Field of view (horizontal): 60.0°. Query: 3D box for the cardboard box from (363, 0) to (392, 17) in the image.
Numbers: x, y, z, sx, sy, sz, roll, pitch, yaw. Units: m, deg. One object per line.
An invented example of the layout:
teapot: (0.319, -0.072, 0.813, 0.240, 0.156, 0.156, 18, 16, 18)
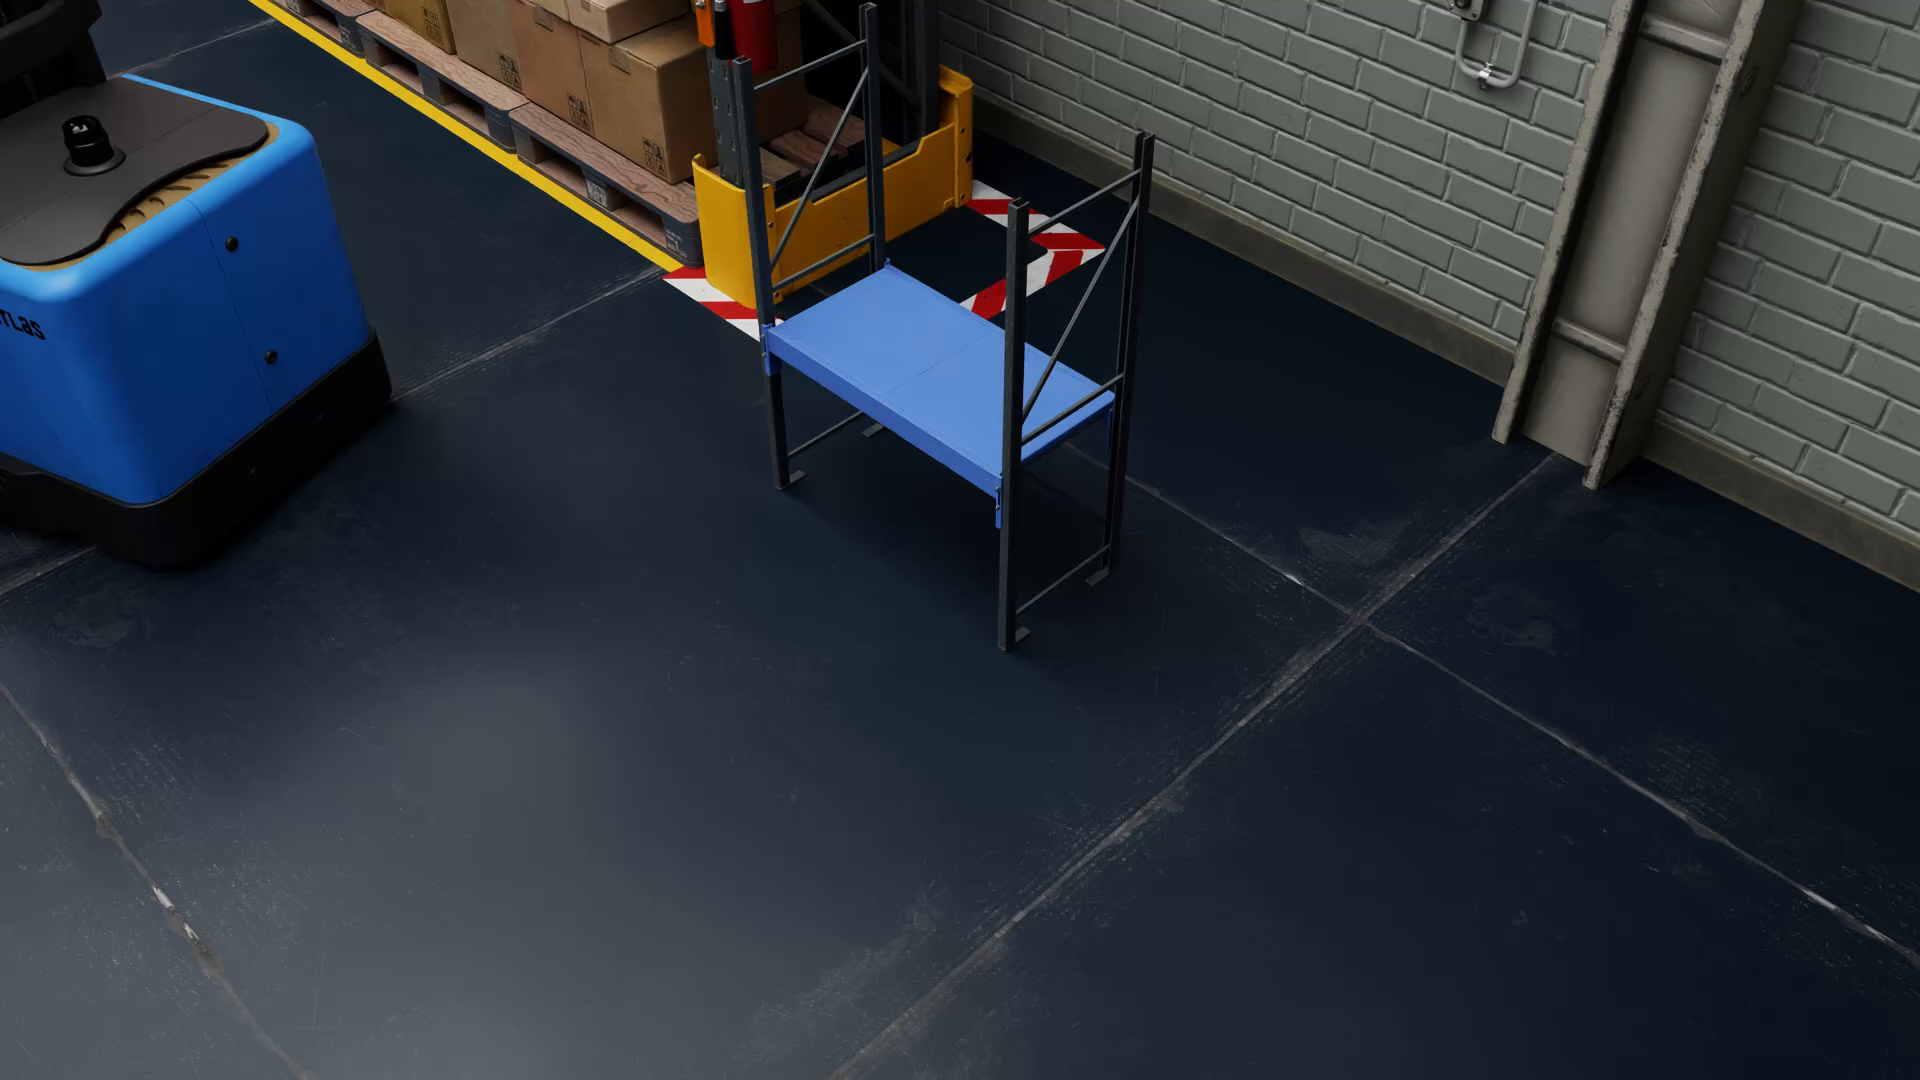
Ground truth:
cardboard box: (-2.492, -2.818, 7.622, 0.500, 0.500, 0.700, 34, 52, 31)

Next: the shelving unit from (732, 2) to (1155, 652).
shelving unit: (-0.060, -0.592, 4.785, 0.538, 1.500, 1.048, -34, 53, -31)

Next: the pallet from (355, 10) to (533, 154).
pallet: (-1.953, -2.220, 7.497, 1.003, 0.211, 1.213, -34, 53, -31)

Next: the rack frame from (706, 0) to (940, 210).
rack frame: (-0.475, -2.312, 5.541, 1.000, 3.000, 0.127, -34, 53, -31)

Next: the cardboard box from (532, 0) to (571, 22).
cardboard box: (-1.441, -2.171, 6.444, 0.380, 0.149, 0.250, -33, 52, -30)

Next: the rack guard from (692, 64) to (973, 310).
rack guard: (-0.458, -1.382, 6.377, 1.175, 0.500, 0.348, -34, 53, -31)

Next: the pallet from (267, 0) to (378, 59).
pallet: (-2.818, -2.807, 8.132, 1.003, 0.211, 1.213, -34, 53, -31)

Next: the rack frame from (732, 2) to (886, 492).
rack frame: (-0.419, -0.836, 5.050, 0.500, 1.500, 0.032, -34, 53, -31)

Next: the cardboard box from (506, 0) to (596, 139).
cardboard box: (-1.394, -2.077, 6.819, 0.500, 0.500, 0.700, 34, 53, 31)

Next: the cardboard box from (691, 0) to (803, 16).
cardboard box: (-0.810, -2.110, 6.378, 0.380, 0.149, 0.250, -34, 52, -31)

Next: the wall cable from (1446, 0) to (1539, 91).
wall cable: (1.099, -2.523, 5.021, 0.084, 1.984, 1.851, -34, 53, -31)

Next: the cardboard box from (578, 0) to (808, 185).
cardboard box: (-1.040, -1.836, 6.559, 0.700, 0.500, 0.500, -34, 53, -31)

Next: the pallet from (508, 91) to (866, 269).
pallet: (-1.095, -1.634, 6.863, 1.003, 0.211, 1.213, -34, 53, -31)

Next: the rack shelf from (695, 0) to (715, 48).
rack shelf: (-1.888, -3.008, 6.825, 1.077, 0.370, 4.000, -34, 53, -31)

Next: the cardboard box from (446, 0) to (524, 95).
cardboard box: (-1.749, -2.318, 7.081, 0.500, 0.500, 0.700, 32, 52, 30)

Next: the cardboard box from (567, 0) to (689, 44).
cardboard box: (-1.260, -2.049, 6.311, 0.250, 0.149, 0.380, 34, 52, 31)

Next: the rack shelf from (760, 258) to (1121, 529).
rack shelf: (-0.060, -0.460, 4.907, 0.538, 0.185, 1.000, -34, 53, -31)

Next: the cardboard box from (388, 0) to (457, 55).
cardboard box: (-2.131, -2.571, 7.354, 0.700, 0.500, 0.500, -33, 52, -30)

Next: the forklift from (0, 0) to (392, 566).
forklift: (-3.496, -1.698, 4.928, 3.031, 2.935, 1.130, 19, 46, 19)

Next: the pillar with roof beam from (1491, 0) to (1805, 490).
pillar with roof beam: (-1.004, -1.569, 0.317, 9.100, 9.000, 0.400, -34, 53, -31)

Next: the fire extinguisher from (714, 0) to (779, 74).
fire extinguisher: (-0.695, -1.853, 5.376, 0.296, 0.674, 0.183, -34, 53, -31)

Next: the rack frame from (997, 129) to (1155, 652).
rack frame: (0.299, -0.348, 4.521, 0.500, 1.500, 0.032, -34, 53, -31)
